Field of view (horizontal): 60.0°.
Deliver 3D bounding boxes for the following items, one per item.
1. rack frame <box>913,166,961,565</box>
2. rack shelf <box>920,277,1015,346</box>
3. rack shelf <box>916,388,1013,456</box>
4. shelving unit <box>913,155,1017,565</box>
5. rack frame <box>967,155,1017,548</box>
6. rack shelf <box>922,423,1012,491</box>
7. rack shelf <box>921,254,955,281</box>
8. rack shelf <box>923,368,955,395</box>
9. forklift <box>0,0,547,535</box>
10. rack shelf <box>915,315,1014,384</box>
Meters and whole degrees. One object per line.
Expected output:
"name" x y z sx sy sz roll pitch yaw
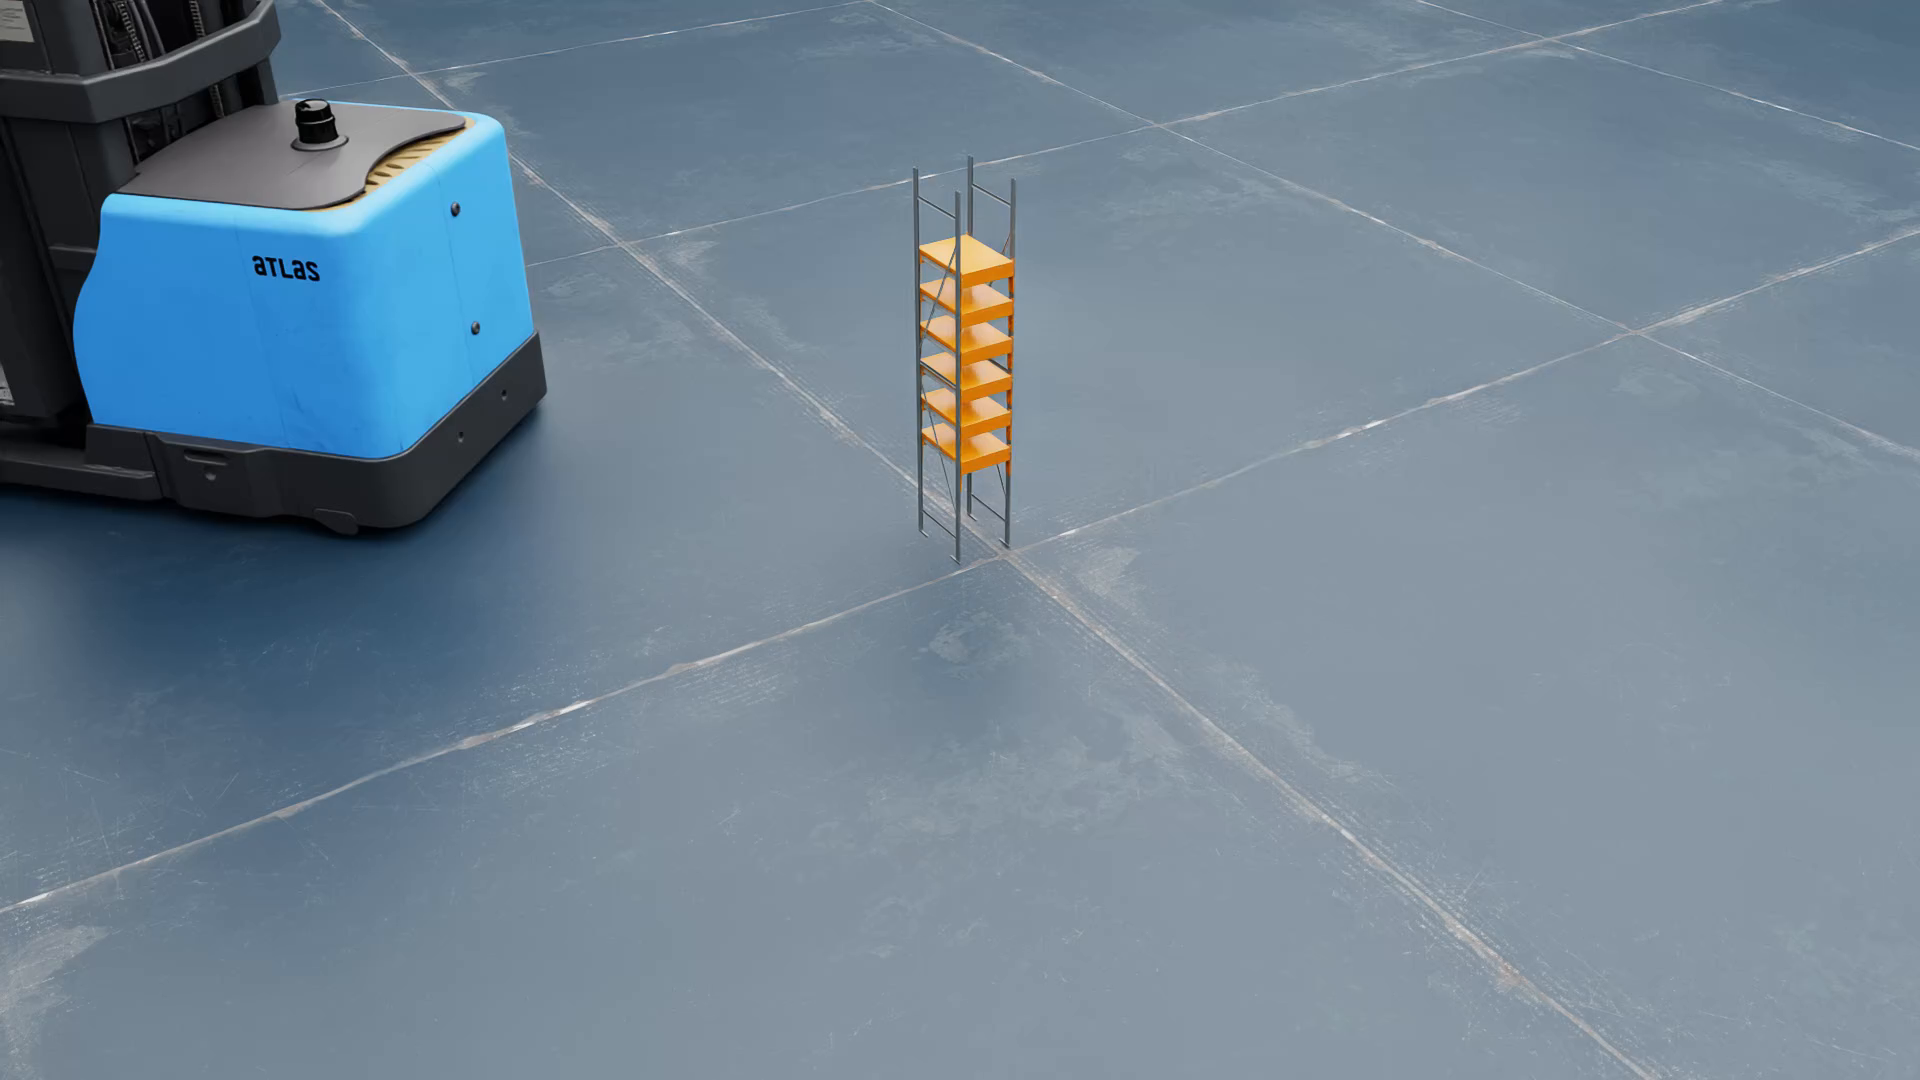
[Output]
"rack frame" -0.065 -0.485 4.895 0.006 1.200 0.240 -19 37 -27
"rack shelf" 0.012 -0.677 4.832 0.180 0.103 0.258 -19 37 -27
"rack shelf" 0.012 -0.373 5.024 0.180 0.103 0.258 -19 37 -27
"shelving unit" 0.012 -0.512 4.937 0.189 1.200 0.258 -19 37 -27
"rack frame" 0.089 -0.538 4.978 0.006 1.200 0.240 -19 37 -27
"rack shelf" 0.012 -0.271 5.088 0.180 0.103 0.258 -19 37 -27
"rack shelf" 0.012 -0.795 4.758 0.166 0.020 0.199 -19 37 -27
"rack shelf" 0.012 -0.491 4.950 0.166 0.020 0.199 -19 37 -27
"forklift" -3.052 -1.630 5.170 3.031 2.843 1.129 7 33 12
"rack shelf" 0.012 -0.576 4.896 0.180 0.103 0.258 -19 37 -27
